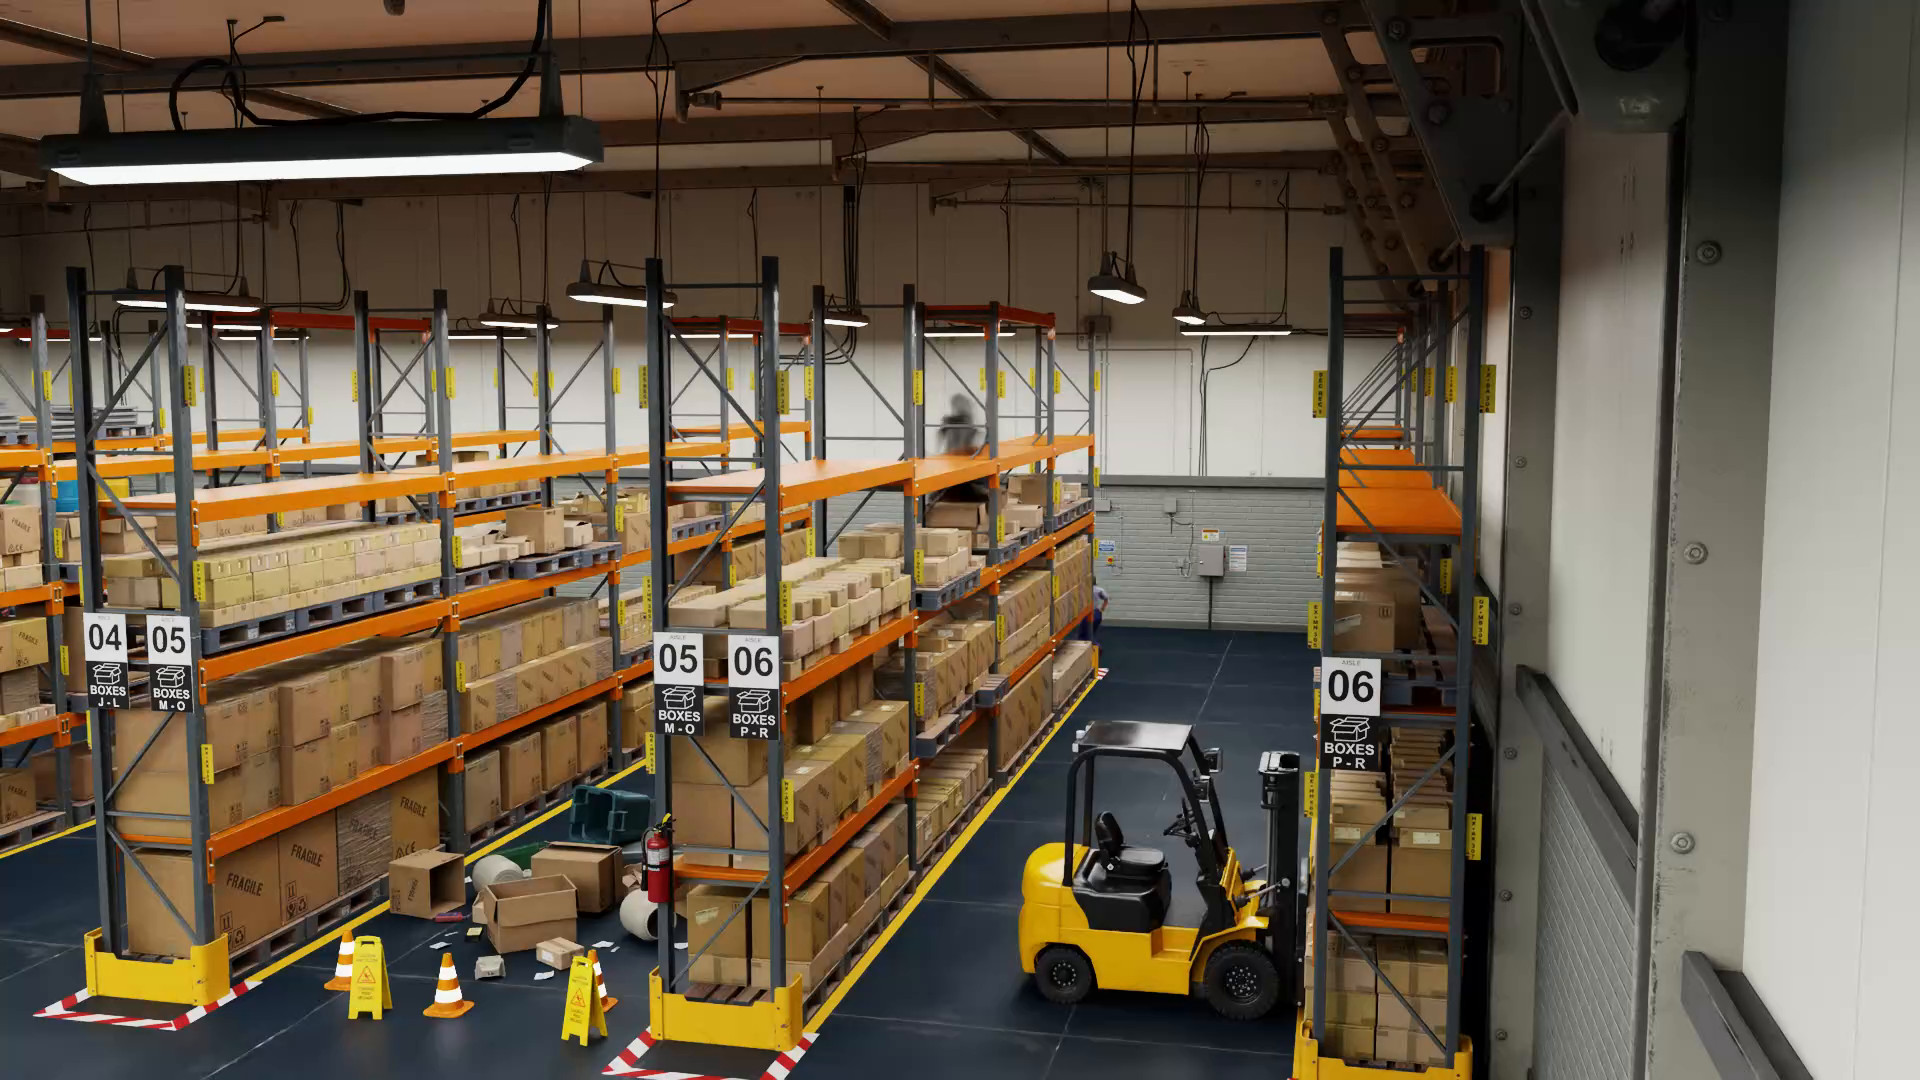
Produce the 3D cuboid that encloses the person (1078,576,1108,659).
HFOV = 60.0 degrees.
[{"bbox_3d":[2.305,1.400,29.534,0.660,1.586,0.580,-5,7,-38],"label":"person"}]
